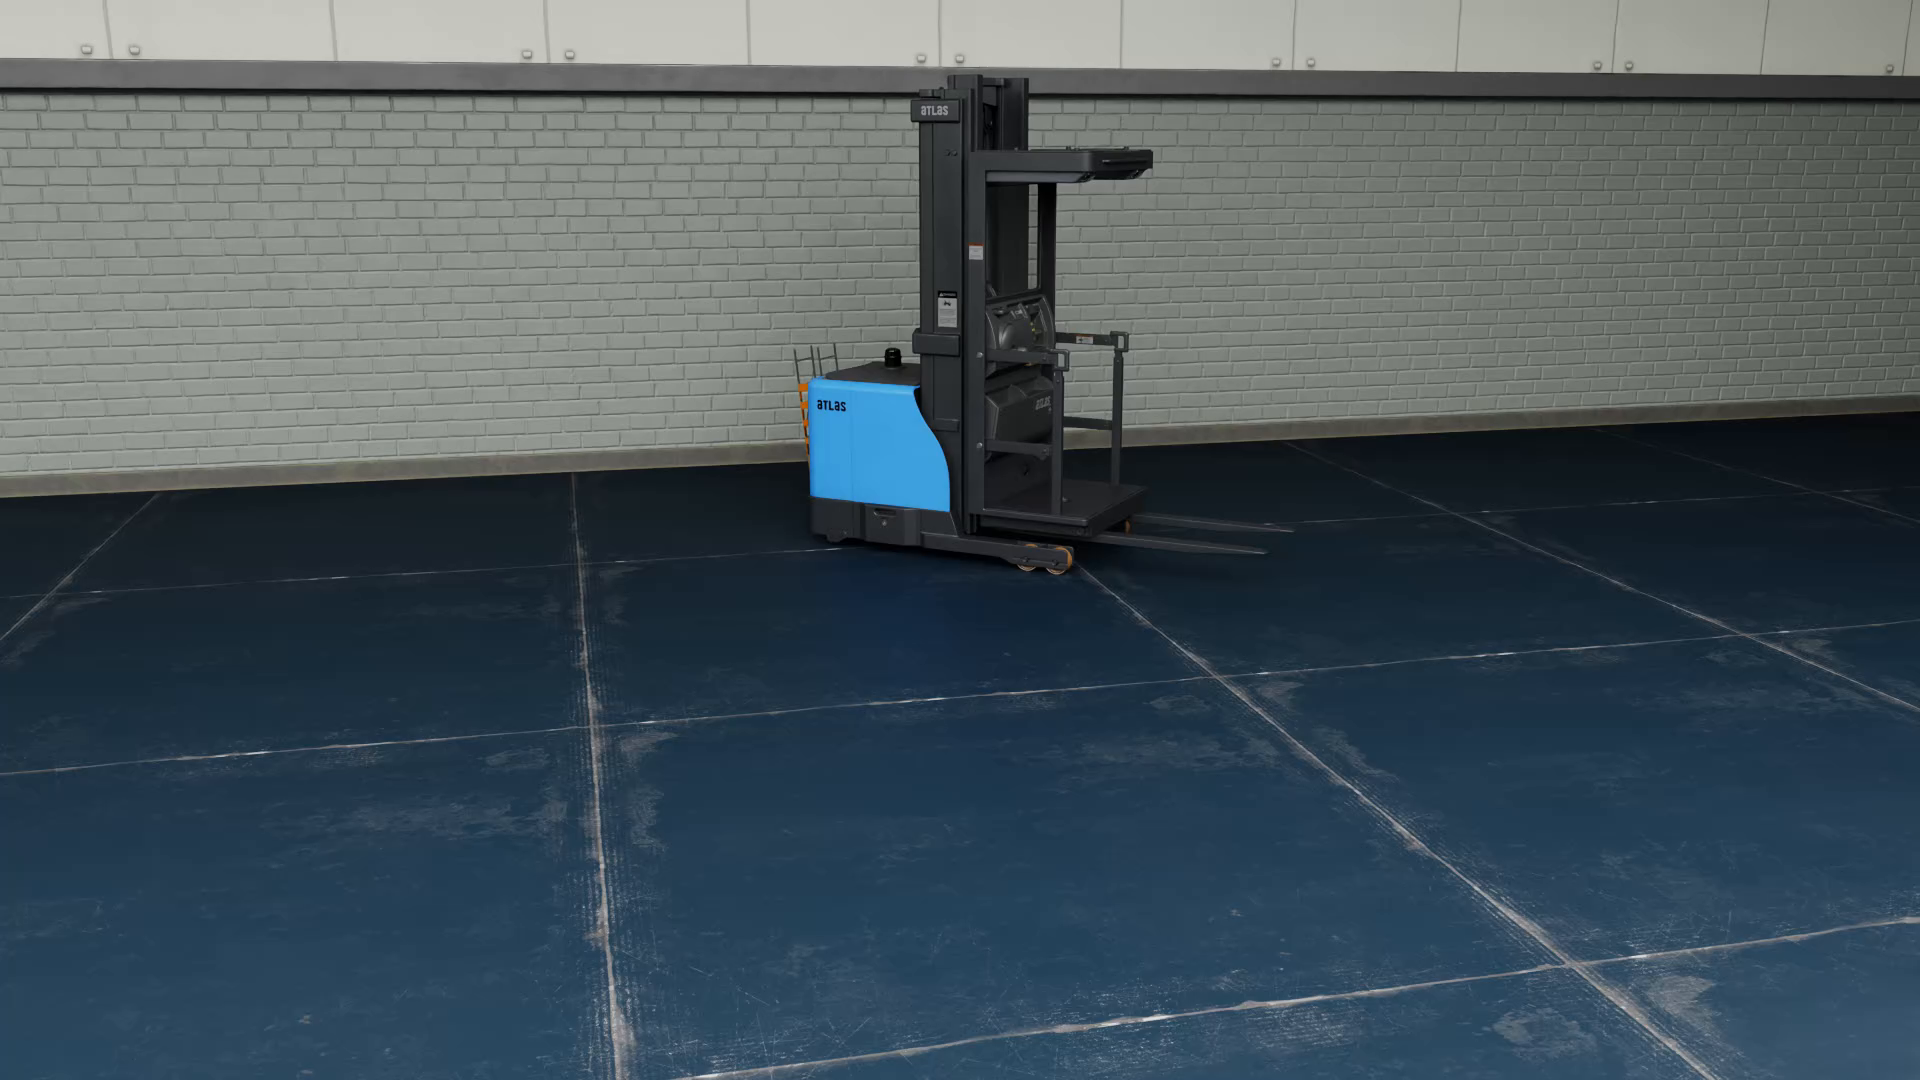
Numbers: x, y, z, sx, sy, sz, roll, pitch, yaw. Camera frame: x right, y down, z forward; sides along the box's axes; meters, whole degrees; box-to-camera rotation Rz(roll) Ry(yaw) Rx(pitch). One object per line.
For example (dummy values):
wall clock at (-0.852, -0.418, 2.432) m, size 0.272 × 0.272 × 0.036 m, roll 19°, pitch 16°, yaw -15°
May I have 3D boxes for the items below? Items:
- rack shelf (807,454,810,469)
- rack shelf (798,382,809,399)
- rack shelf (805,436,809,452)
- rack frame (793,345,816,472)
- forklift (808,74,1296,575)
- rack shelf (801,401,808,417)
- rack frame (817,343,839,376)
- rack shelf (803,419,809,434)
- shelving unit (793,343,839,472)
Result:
rack shelf at (-0.894, -0.559, 11.344) m, size 0.180 × 0.103 × 0.258 m, roll -1°, pitch 12°, yaw 26°
rack shelf at (-0.949, -1.028, 11.256) m, size 0.180 × 0.103 × 0.258 m, roll -1°, pitch 12°, yaw 26°
rack shelf at (-0.908, -0.676, 11.322) m, size 0.180 × 0.103 × 0.258 m, roll -1°, pitch 12°, yaw 26°
rack frame at (-0.995, -0.718, 11.355) m, size 0.006 × 1.200 × 0.240 m, roll -1°, pitch 12°, yaw 26°
forklift at (0.564, -1.358, 10.310) m, size 3.031 × 2.935 × 1.130 m, roll 7°, pitch 15°, yaw 25°
rack shelf at (-0.935, -0.911, 11.278) m, size 0.180 × 0.103 × 0.258 m, roll -1°, pitch 12°, yaw 26°
rack frame at (-0.831, -0.722, 11.273) m, size 0.006 × 1.200 × 0.240 m, roll -1°, pitch 12°, yaw 26°
rack shelf at (-0.922, -0.794, 11.300) m, size 0.180 × 0.103 × 0.258 m, roll -1°, pitch 12°, yaw 26°
shelving unit at (-0.913, -0.720, 11.314) m, size 0.189 × 1.200 × 0.258 m, roll -1°, pitch 12°, yaw 26°
